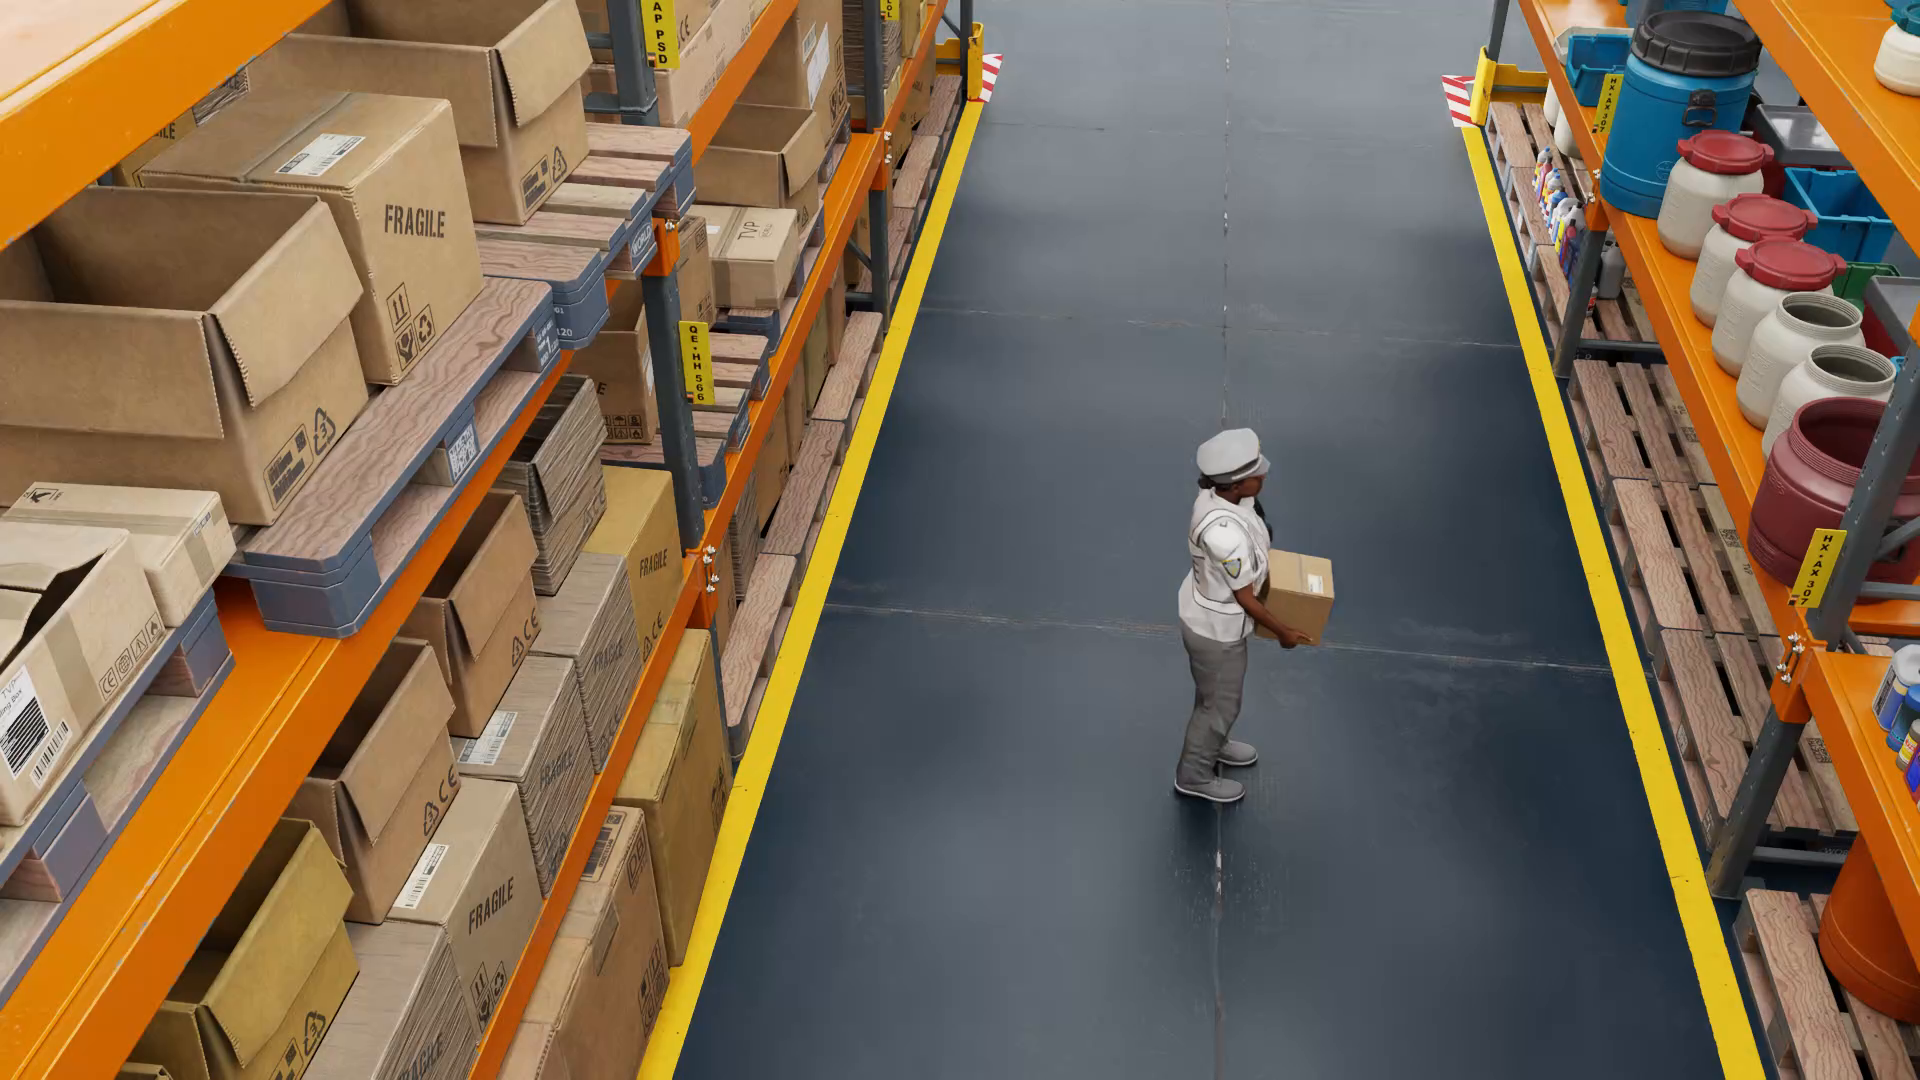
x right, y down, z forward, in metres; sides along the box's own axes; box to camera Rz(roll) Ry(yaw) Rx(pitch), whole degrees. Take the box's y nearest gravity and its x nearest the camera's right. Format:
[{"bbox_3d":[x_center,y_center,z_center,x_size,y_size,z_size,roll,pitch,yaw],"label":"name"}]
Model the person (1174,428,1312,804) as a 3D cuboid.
[{"bbox_3d":[1.121,0.313,6.596,0.519,1.692,0.435,4,37,5],"label":"person"}]
